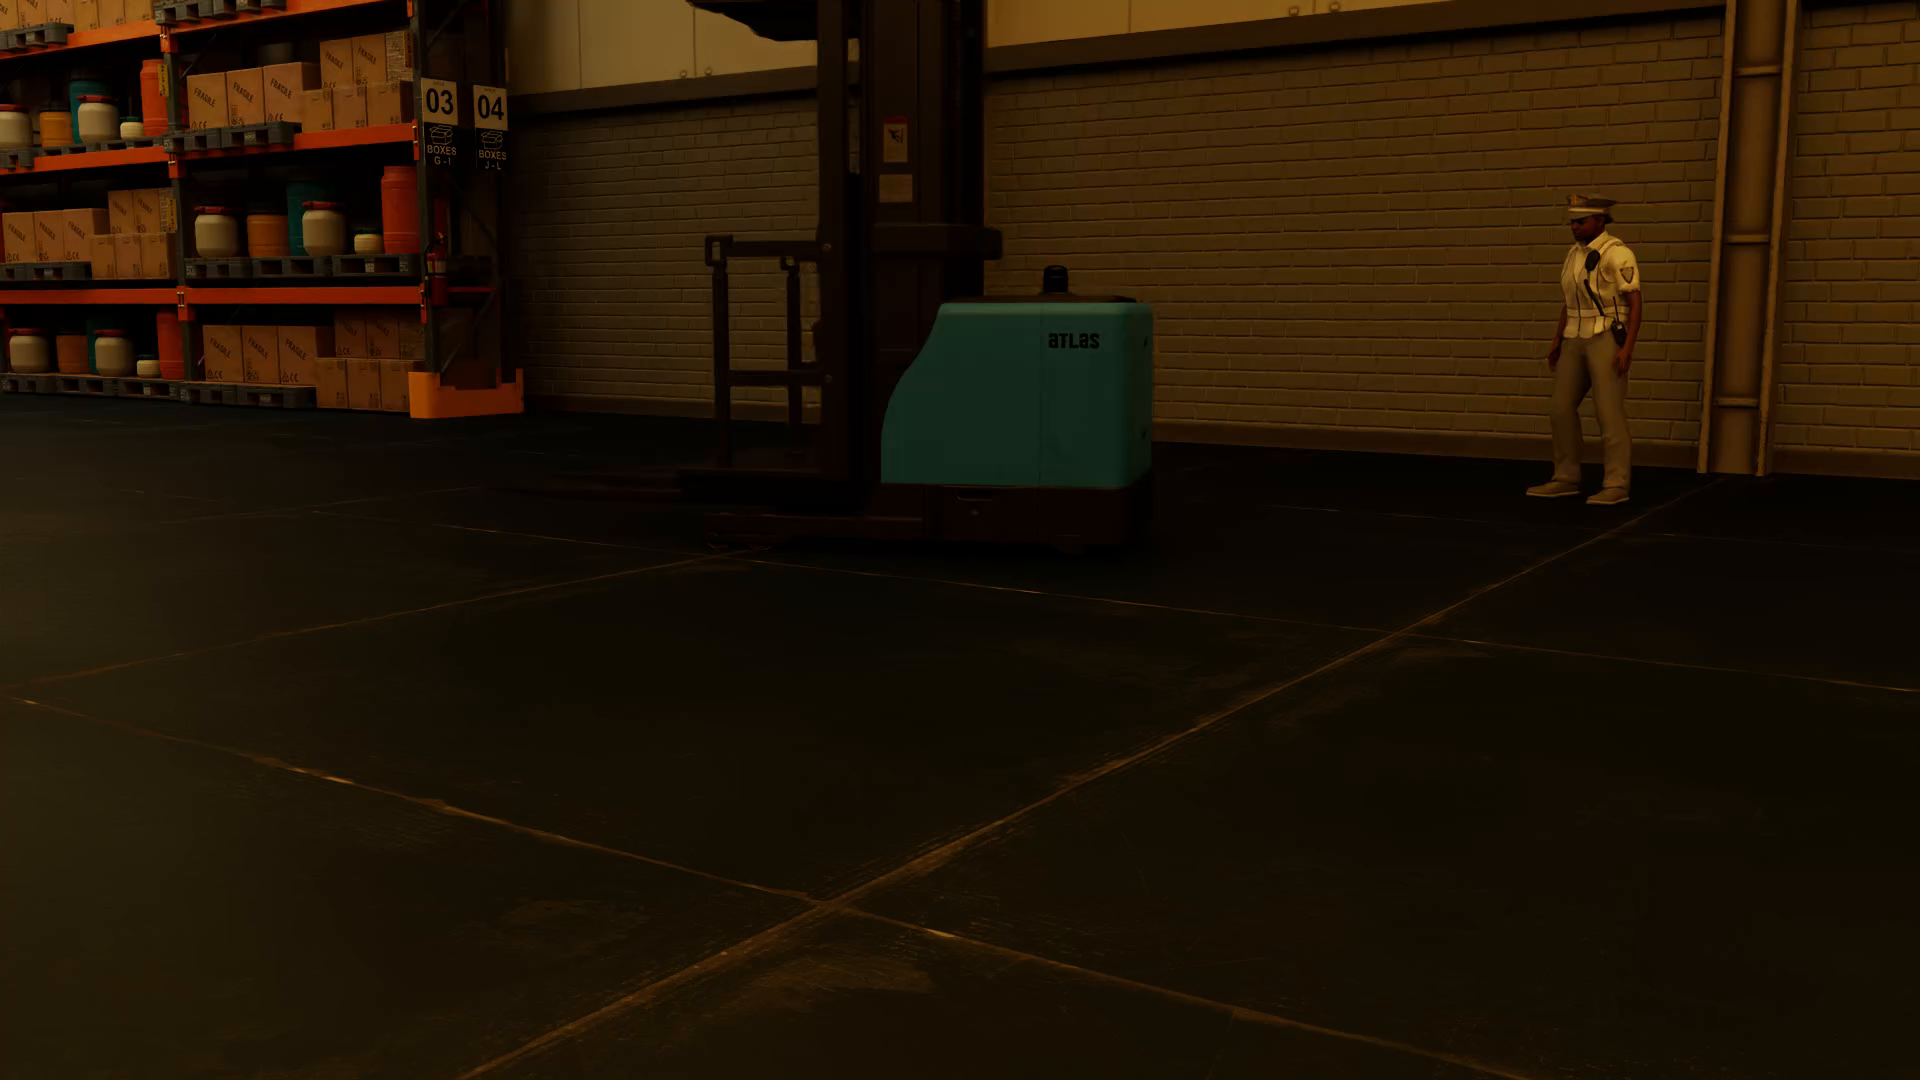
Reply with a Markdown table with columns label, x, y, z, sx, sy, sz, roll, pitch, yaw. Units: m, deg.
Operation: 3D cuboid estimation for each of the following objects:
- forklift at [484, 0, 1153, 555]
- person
| label | x | y | z | sx | sy | sz | roll | pitch | yaw |
| --- | --- | --- | --- | --- | --- | --- | --- | --- | --- |
| forklift | -0.666 | -1.473 | 7.548 | 3.031 | 2.935 | 1.130 | 2 | 8 | 13 |
| person | 3.443 | -1.040 | 9.050 | 0.407 | 1.661 | 0.594 | -3 | 9 | -20 |
